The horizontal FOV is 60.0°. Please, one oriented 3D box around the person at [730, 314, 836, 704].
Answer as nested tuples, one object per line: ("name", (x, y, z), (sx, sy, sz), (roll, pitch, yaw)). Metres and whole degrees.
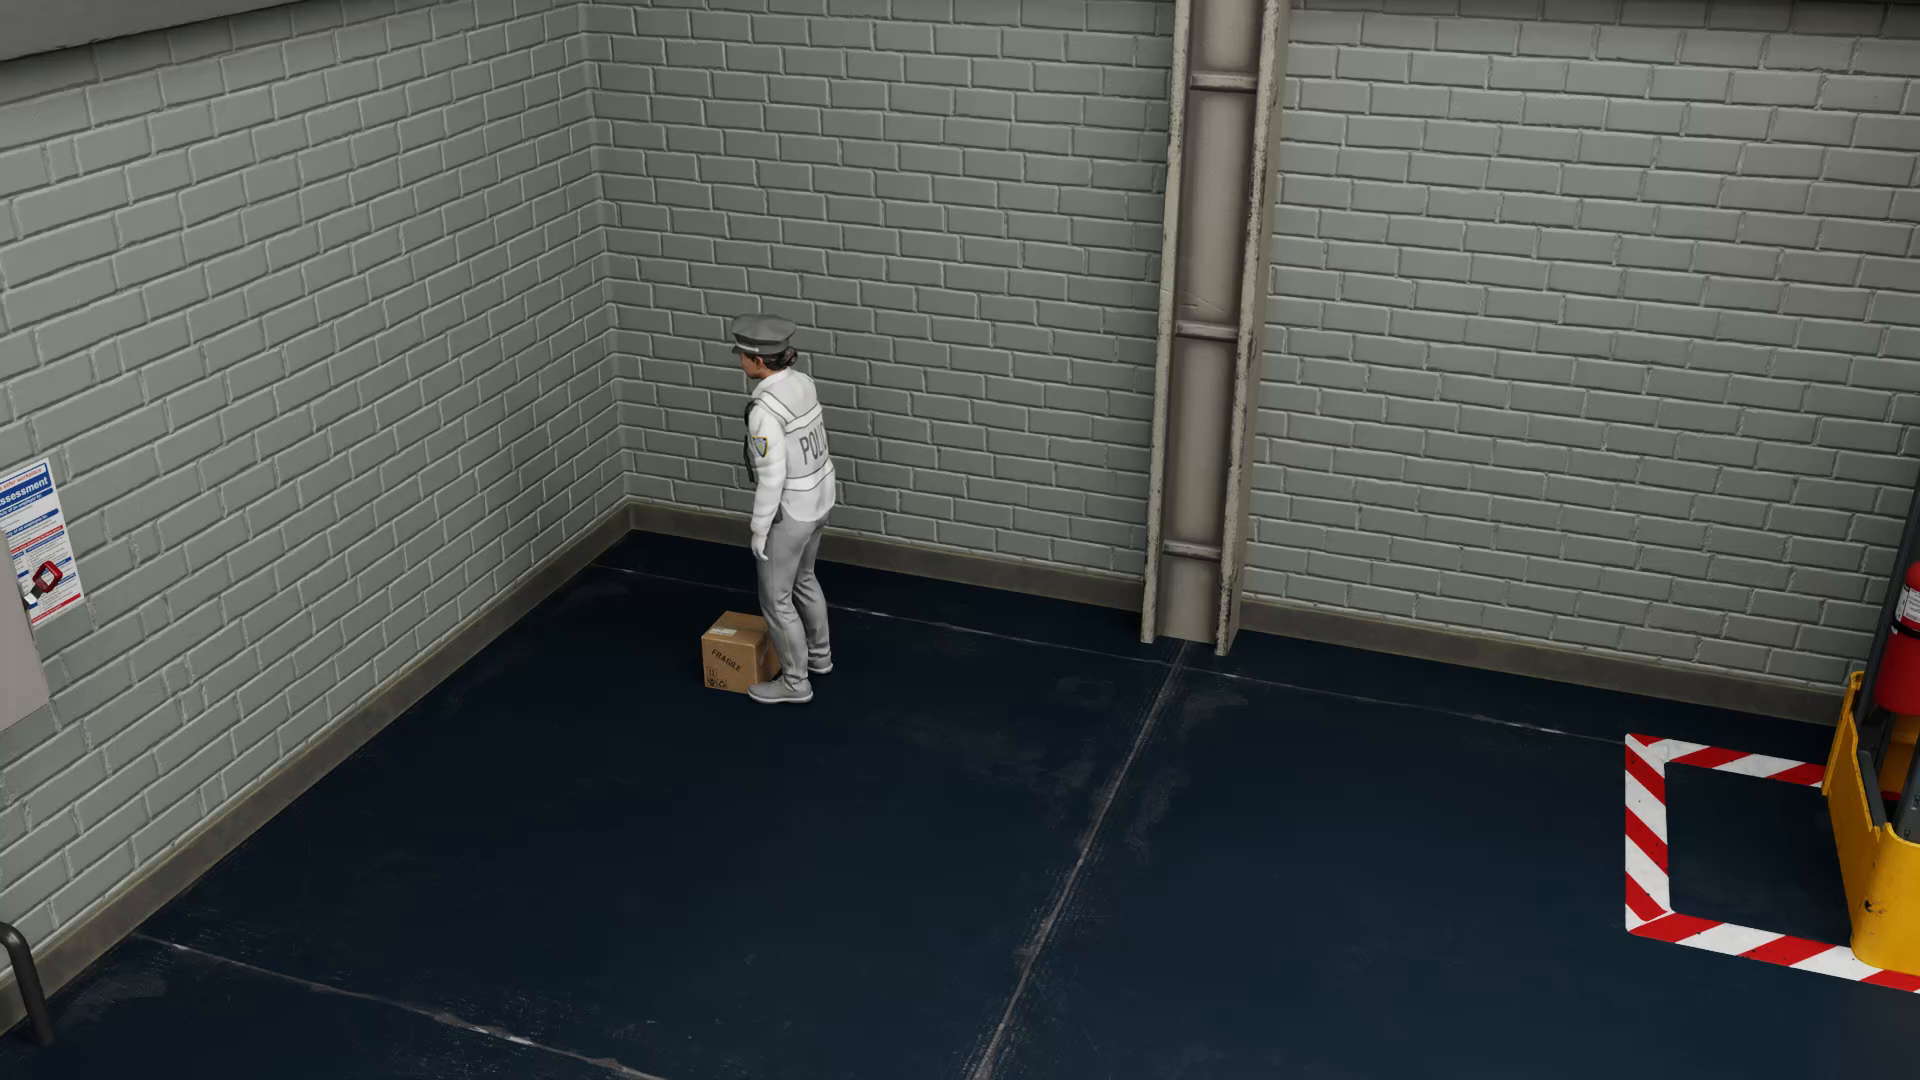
("person", (-0.714, -0.116, 6.846), (0.374, 1.663, 0.526), (9, 27, 17))
